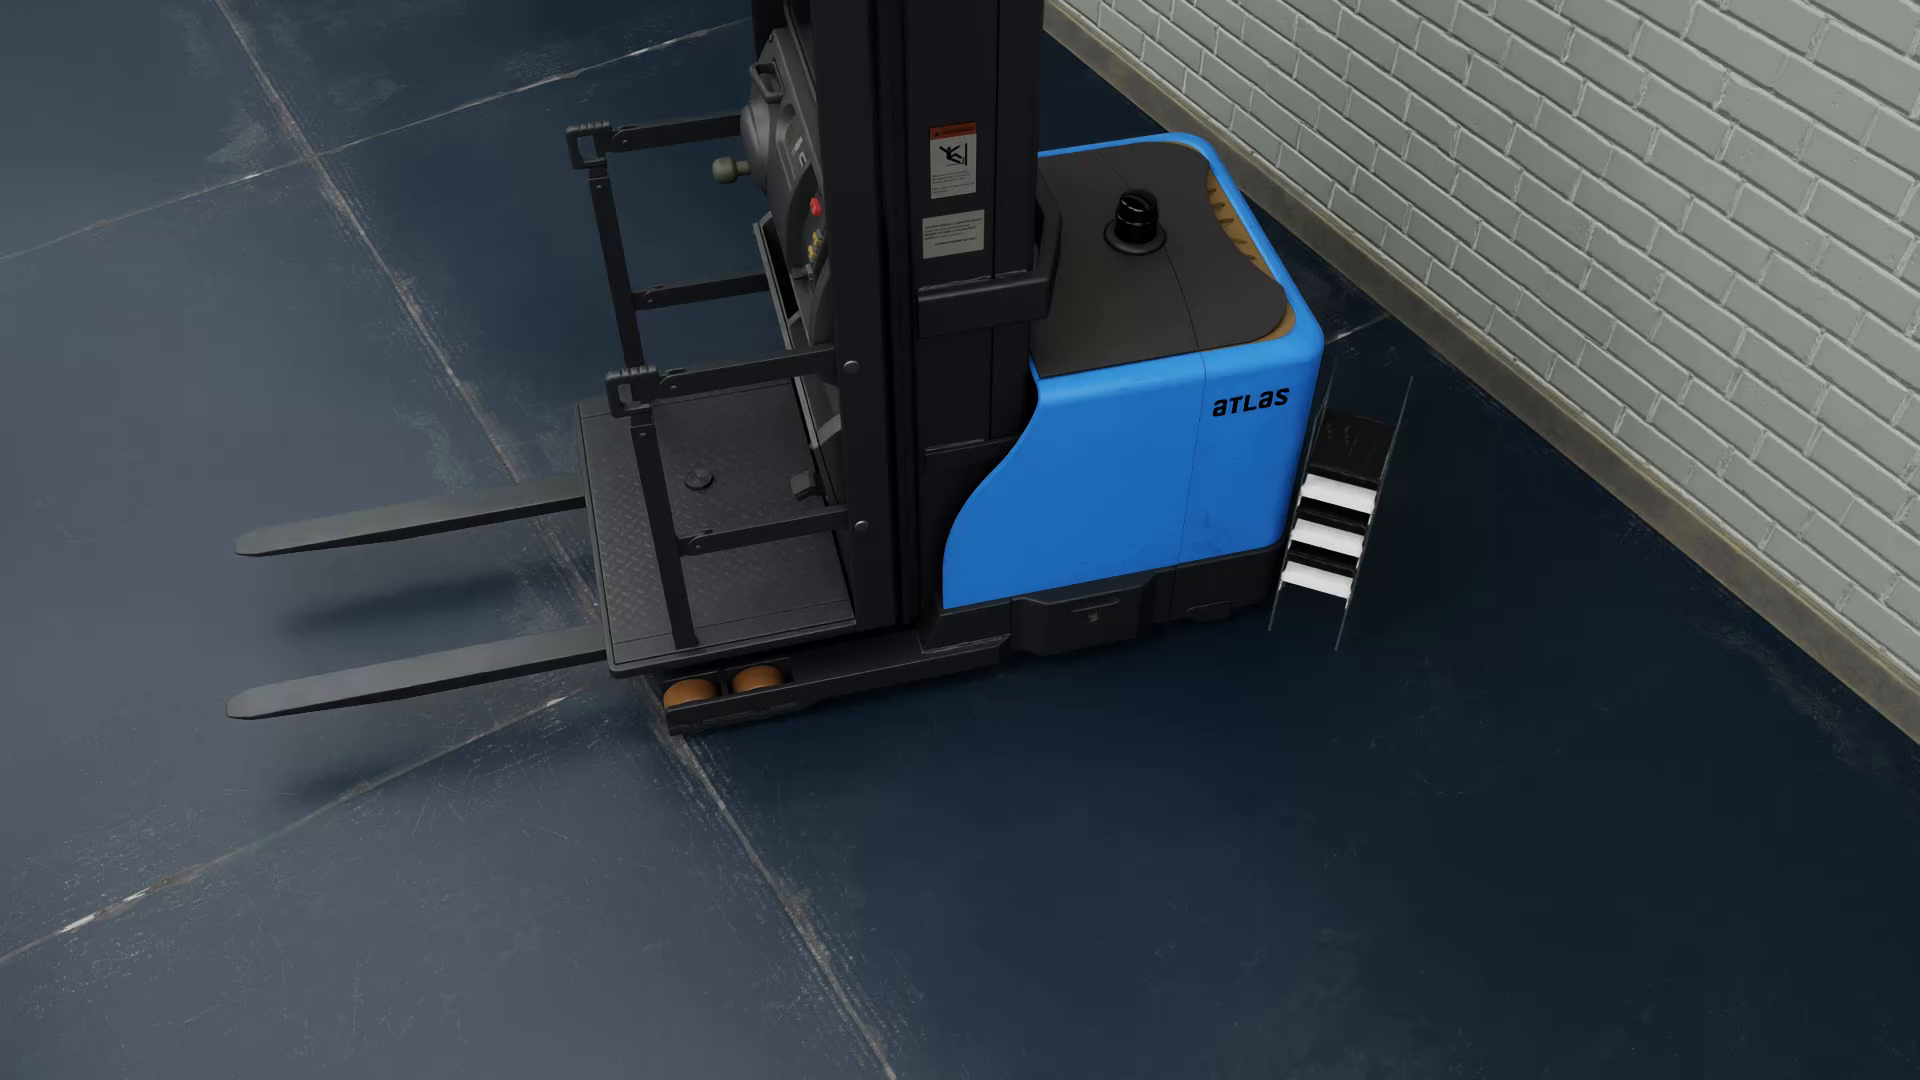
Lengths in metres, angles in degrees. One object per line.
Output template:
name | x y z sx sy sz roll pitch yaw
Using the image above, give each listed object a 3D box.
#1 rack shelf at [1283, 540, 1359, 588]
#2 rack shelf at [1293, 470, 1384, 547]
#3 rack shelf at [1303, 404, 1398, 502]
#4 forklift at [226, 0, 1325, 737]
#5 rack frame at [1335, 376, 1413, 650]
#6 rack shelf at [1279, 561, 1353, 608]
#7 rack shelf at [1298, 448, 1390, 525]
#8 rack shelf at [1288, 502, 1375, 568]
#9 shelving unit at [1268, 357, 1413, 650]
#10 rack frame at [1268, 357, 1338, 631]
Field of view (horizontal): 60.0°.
rack shelf | 1.068 0.000 4.812 0.200 0.077 0.258 16 50 14
rack shelf | 1.068 -0.120 4.678 0.200 0.077 0.258 16 50 14
rack shelf | 1.068 -0.239 4.544 0.200 0.077 0.258 16 50 14
forklift | -0.609 -0.861 4.054 3.031 2.935 1.130 -11 49 -9
rack frame | 1.163 -0.055 4.696 0.006 0.900 0.240 16 50 14
rack shelf | 1.068 0.060 4.880 0.200 0.077 0.258 16 50 14
rack shelf | 1.068 -0.179 4.611 0.200 0.077 0.258 16 50 14
rack shelf | 1.068 -0.060 4.745 0.200 0.077 0.258 16 50 14
shelving unit | 1.068 -0.082 4.720 0.210 0.900 0.258 16 50 14
rack frame | 0.973 -0.109 4.745 0.006 0.900 0.240 16 50 14
